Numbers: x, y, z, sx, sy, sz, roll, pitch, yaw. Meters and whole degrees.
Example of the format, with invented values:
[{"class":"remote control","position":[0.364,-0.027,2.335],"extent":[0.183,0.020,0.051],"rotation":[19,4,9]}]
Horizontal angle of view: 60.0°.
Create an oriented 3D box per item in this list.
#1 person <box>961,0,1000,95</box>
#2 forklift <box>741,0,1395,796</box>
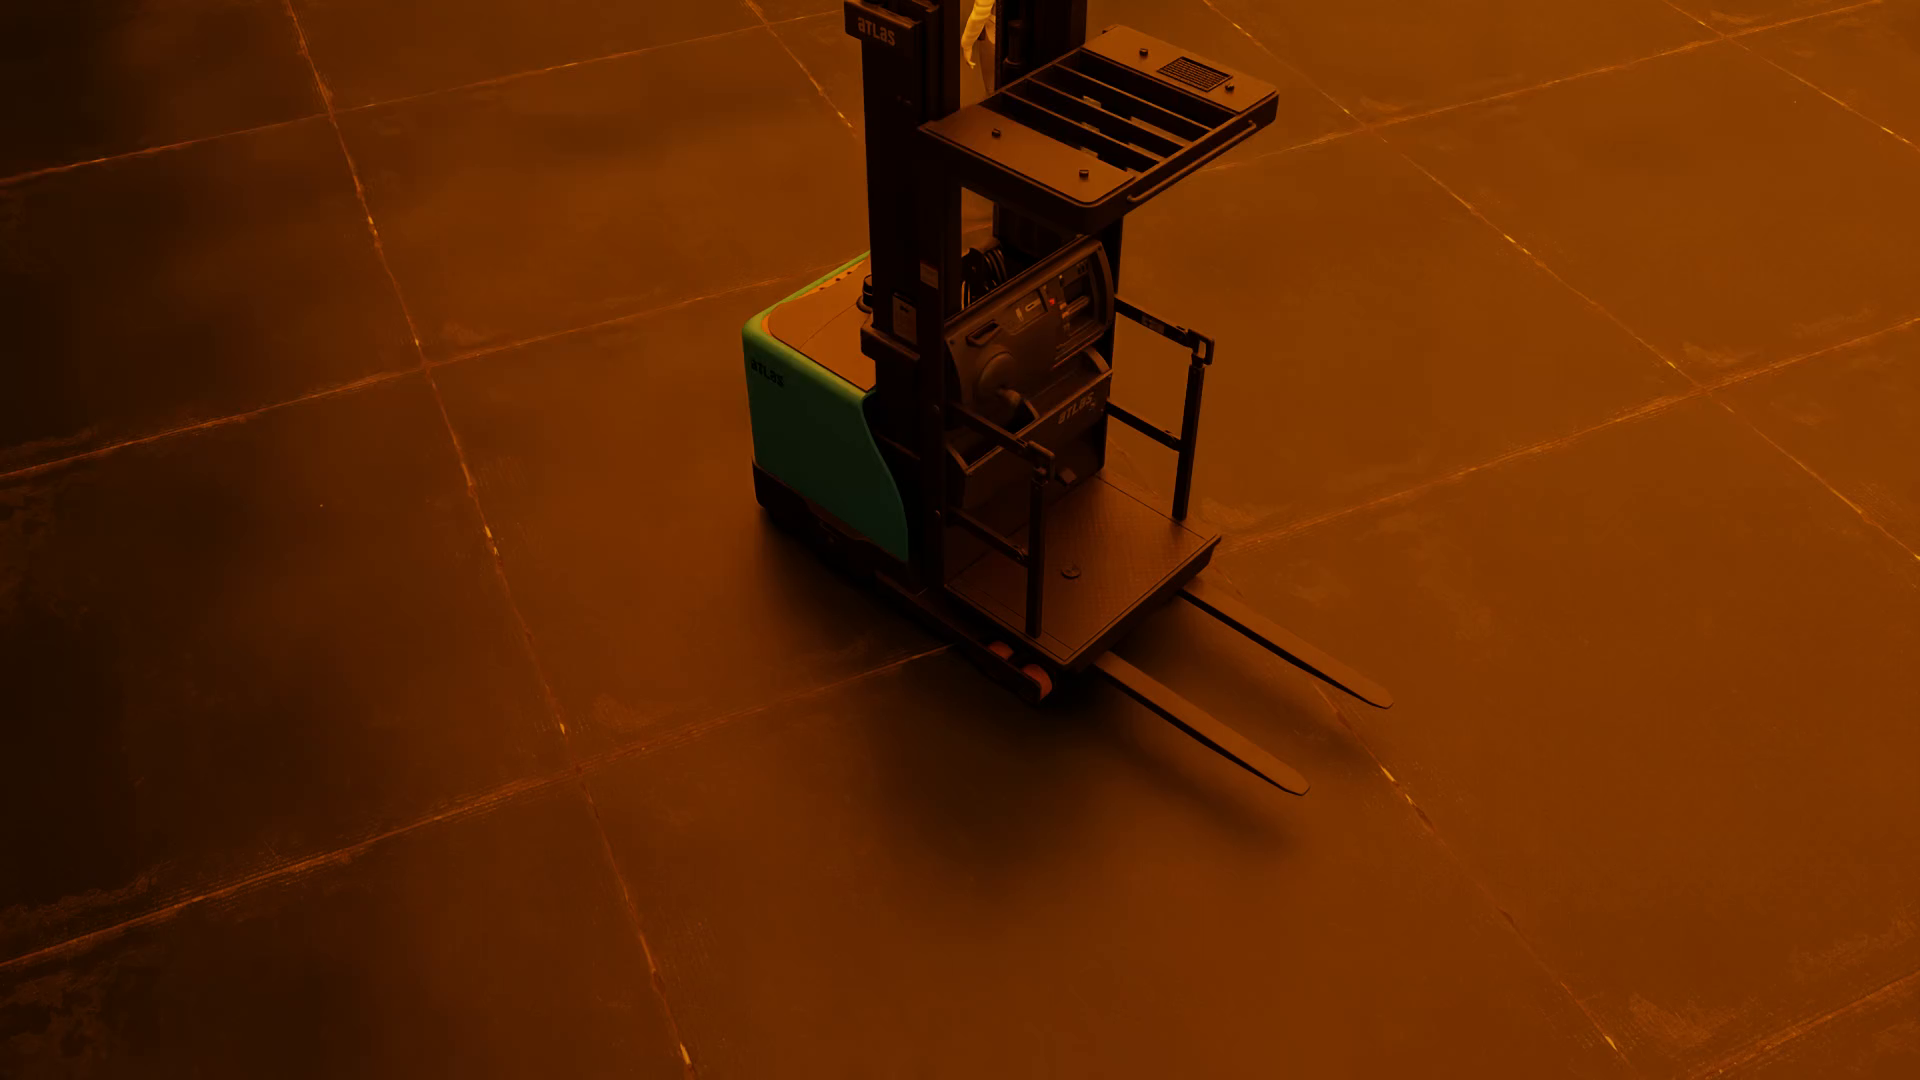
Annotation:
[{"class":"person","position":[0.242,-2.981,9.770],"extent":[0.588,1.694,0.530],"rotation":[-23,48,-23]},{"class":"forklift","position":[0.445,-0.788,6.525],"extent":[3.031,2.935,1.130],"rotation":[32,52,30]}]
